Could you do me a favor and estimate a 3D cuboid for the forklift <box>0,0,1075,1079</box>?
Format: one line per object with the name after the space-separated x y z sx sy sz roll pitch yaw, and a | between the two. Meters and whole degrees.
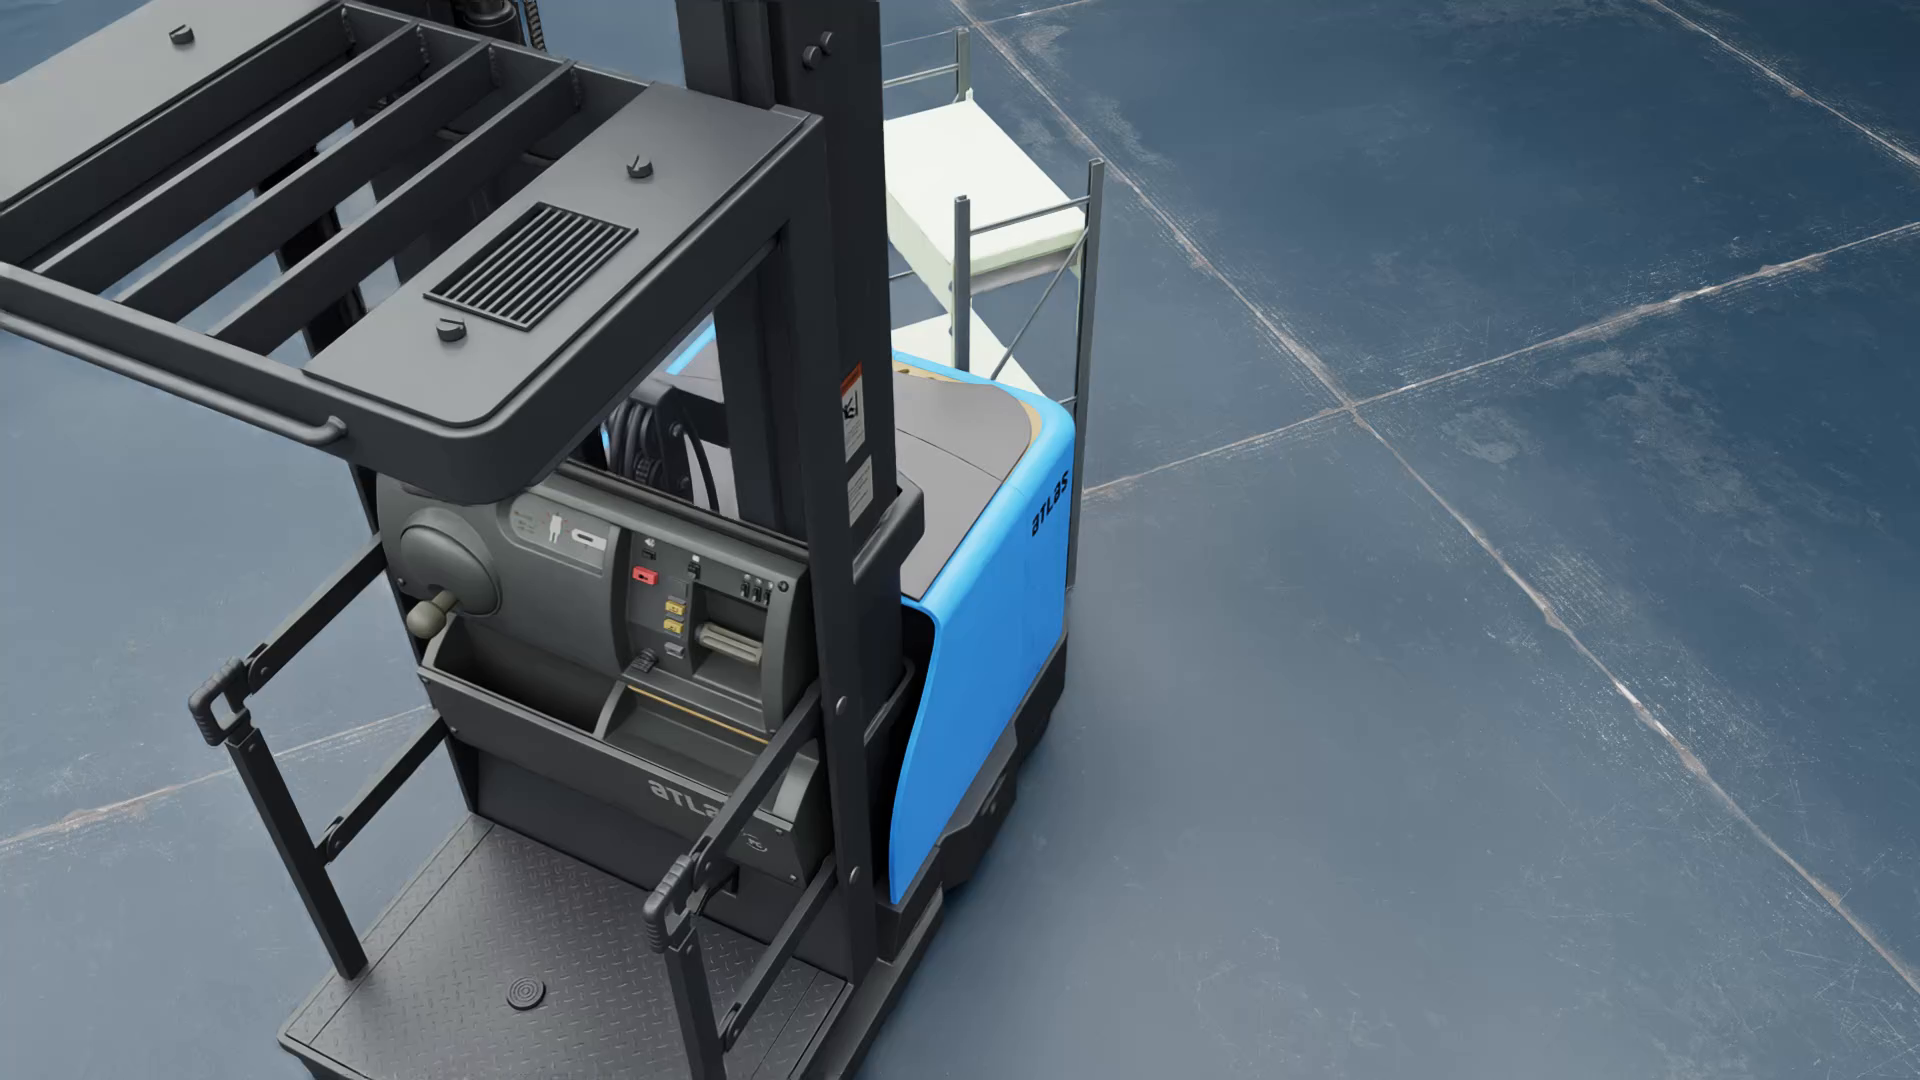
-0.809 0.168 2.992 1.130 2.935 3.031 19 48 18 | forklift

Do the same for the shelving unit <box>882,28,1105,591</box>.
0.006 -0.562 4.752 0.431 1.500 0.755 -19 48 -18 | shelving unit

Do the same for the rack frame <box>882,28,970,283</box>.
-0.157 -0.793 4.985 0.400 1.500 0.023 -19 48 -18 | rack frame

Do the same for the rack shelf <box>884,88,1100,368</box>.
0.006 -0.840 4.478 0.431 0.370 0.720 -19 48 -18 | rack shelf

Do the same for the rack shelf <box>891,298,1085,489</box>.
0.006 -0.330 4.981 0.431 0.370 0.720 -19 48 -18 | rack shelf

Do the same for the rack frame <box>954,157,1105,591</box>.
0.169 -0.332 4.519 0.400 1.500 0.023 -19 48 -18 | rack frame
